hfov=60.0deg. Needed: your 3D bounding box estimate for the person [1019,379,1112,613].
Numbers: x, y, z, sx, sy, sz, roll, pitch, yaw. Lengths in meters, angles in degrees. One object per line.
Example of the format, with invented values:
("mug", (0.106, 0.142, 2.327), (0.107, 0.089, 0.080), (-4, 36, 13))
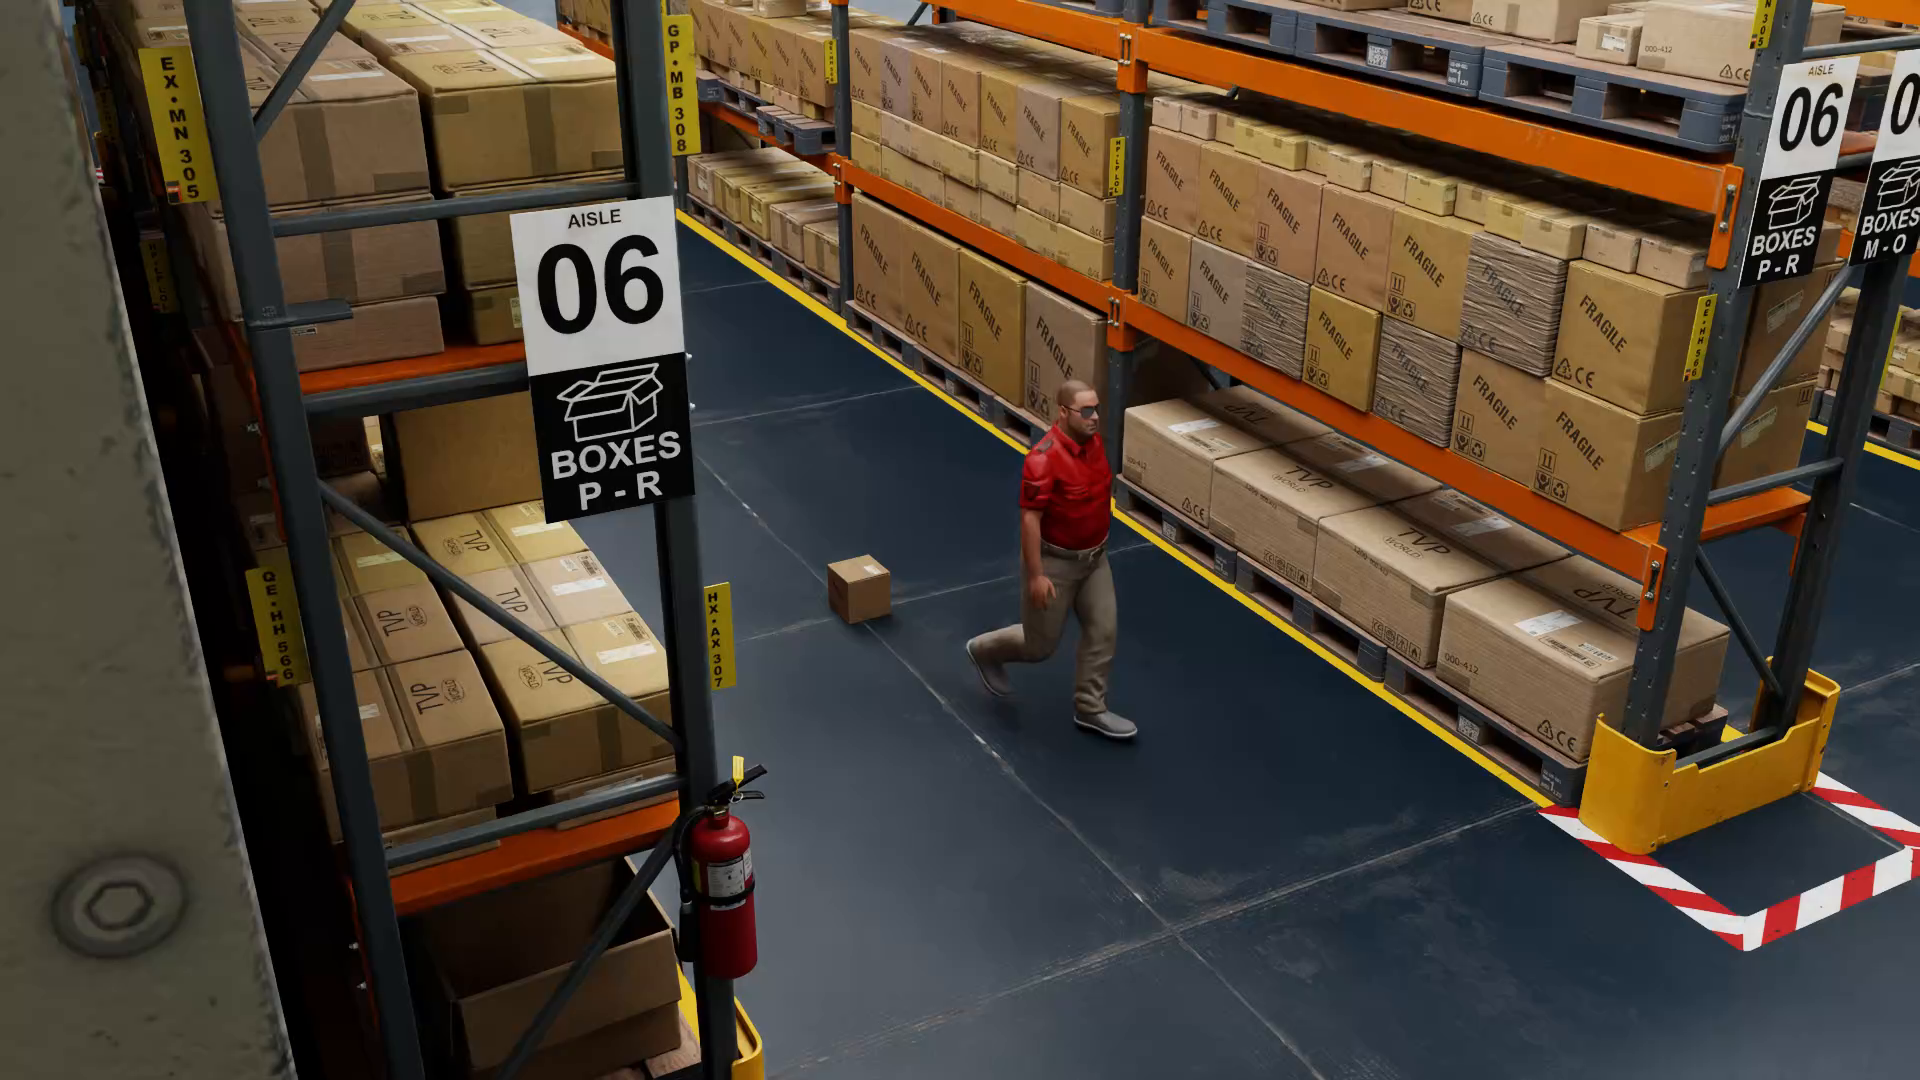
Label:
("person", (0.490, -0.196, 7.344), (0.322, 1.045, 0.550), (21, 32, 37))
